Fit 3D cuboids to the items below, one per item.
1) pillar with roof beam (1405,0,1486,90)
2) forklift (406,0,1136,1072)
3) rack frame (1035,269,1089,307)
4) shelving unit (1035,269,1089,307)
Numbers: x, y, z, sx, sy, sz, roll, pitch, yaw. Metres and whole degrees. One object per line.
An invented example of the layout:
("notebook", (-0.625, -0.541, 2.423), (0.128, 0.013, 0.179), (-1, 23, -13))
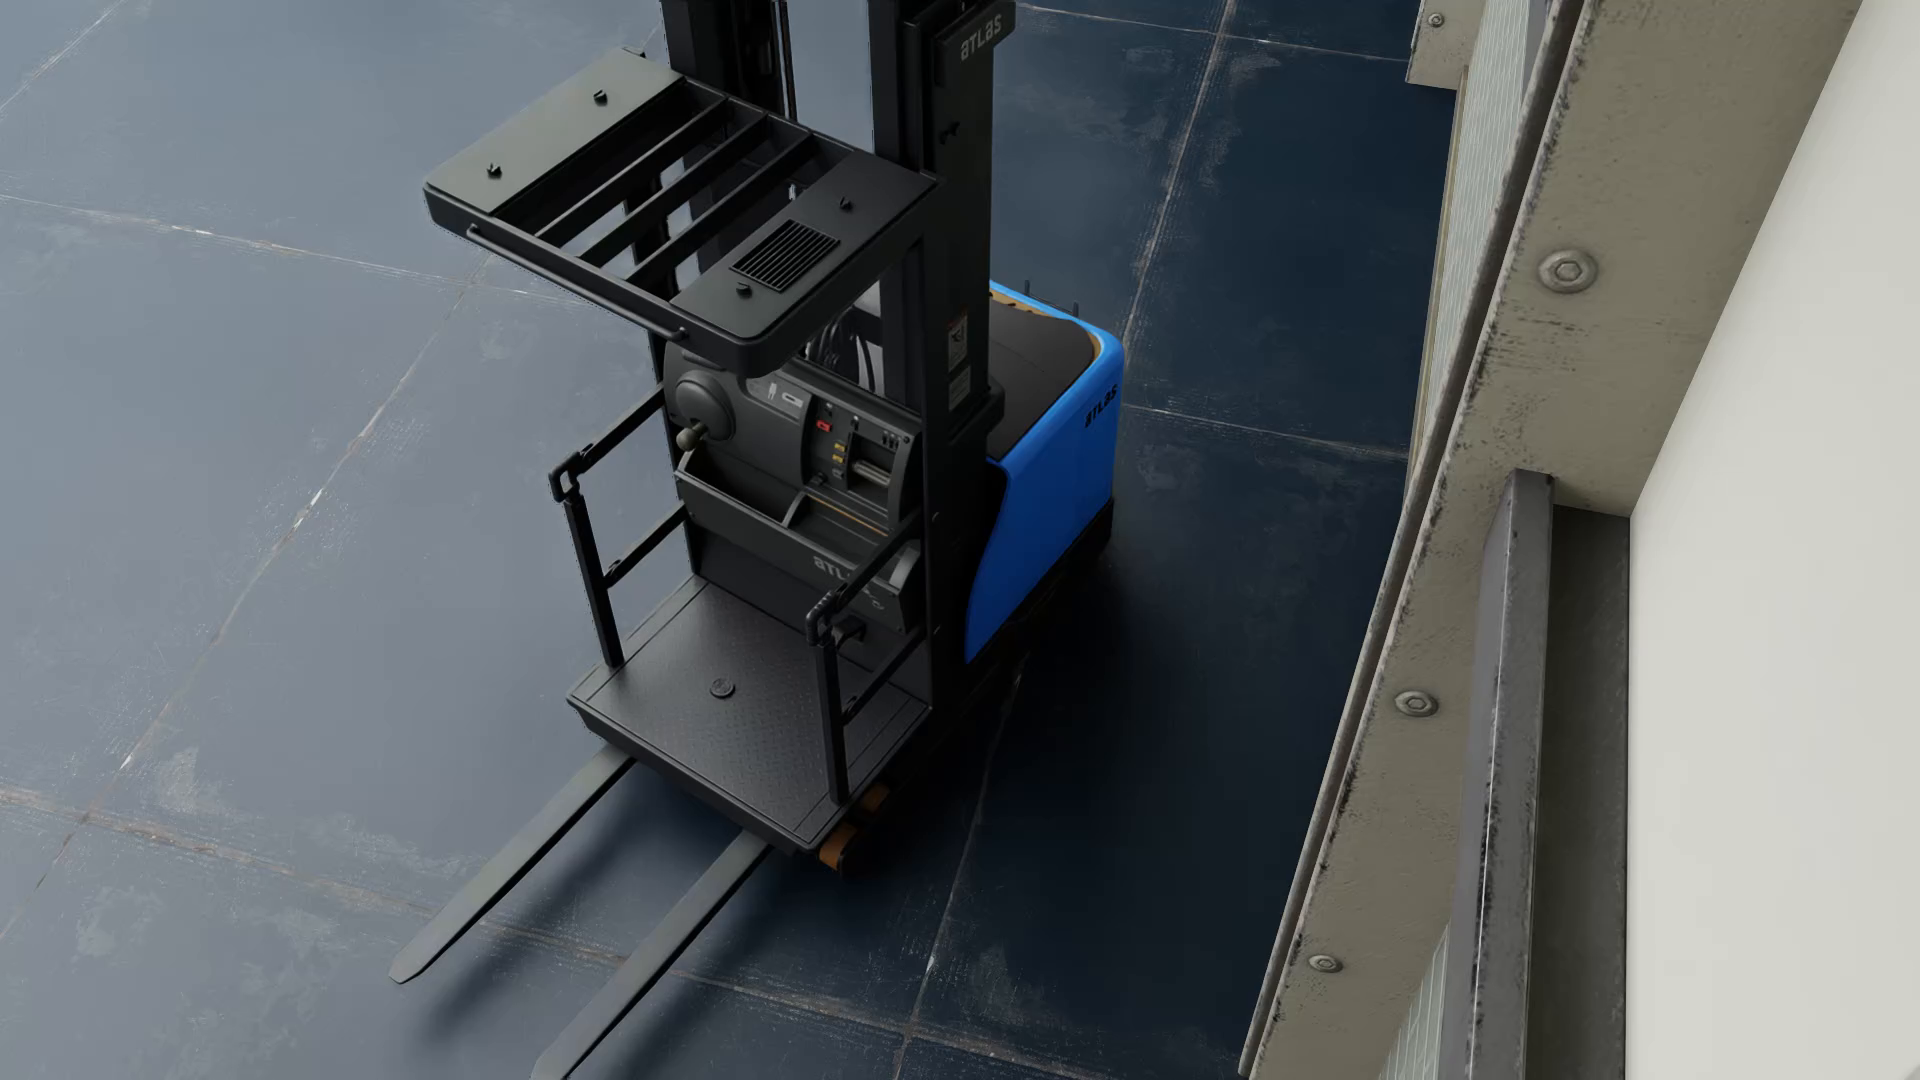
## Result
("pillar with roof beam", (-1.594, -6.365, 6.285), (9.100, 9.000, 0.400), (12, 50, 10))
("forklift", (-0.608, -0.308, 4.986), (1.130, 2.935, 3.031), (27, 54, 22))
("rack frame", (0.390, -0.693, 6.680), (0.240, 0.900, 0.006), (27, 54, 22))
("shelving unit", (0.332, -0.630, 6.625), (0.258, 0.900, 0.210), (27, 54, 22))
